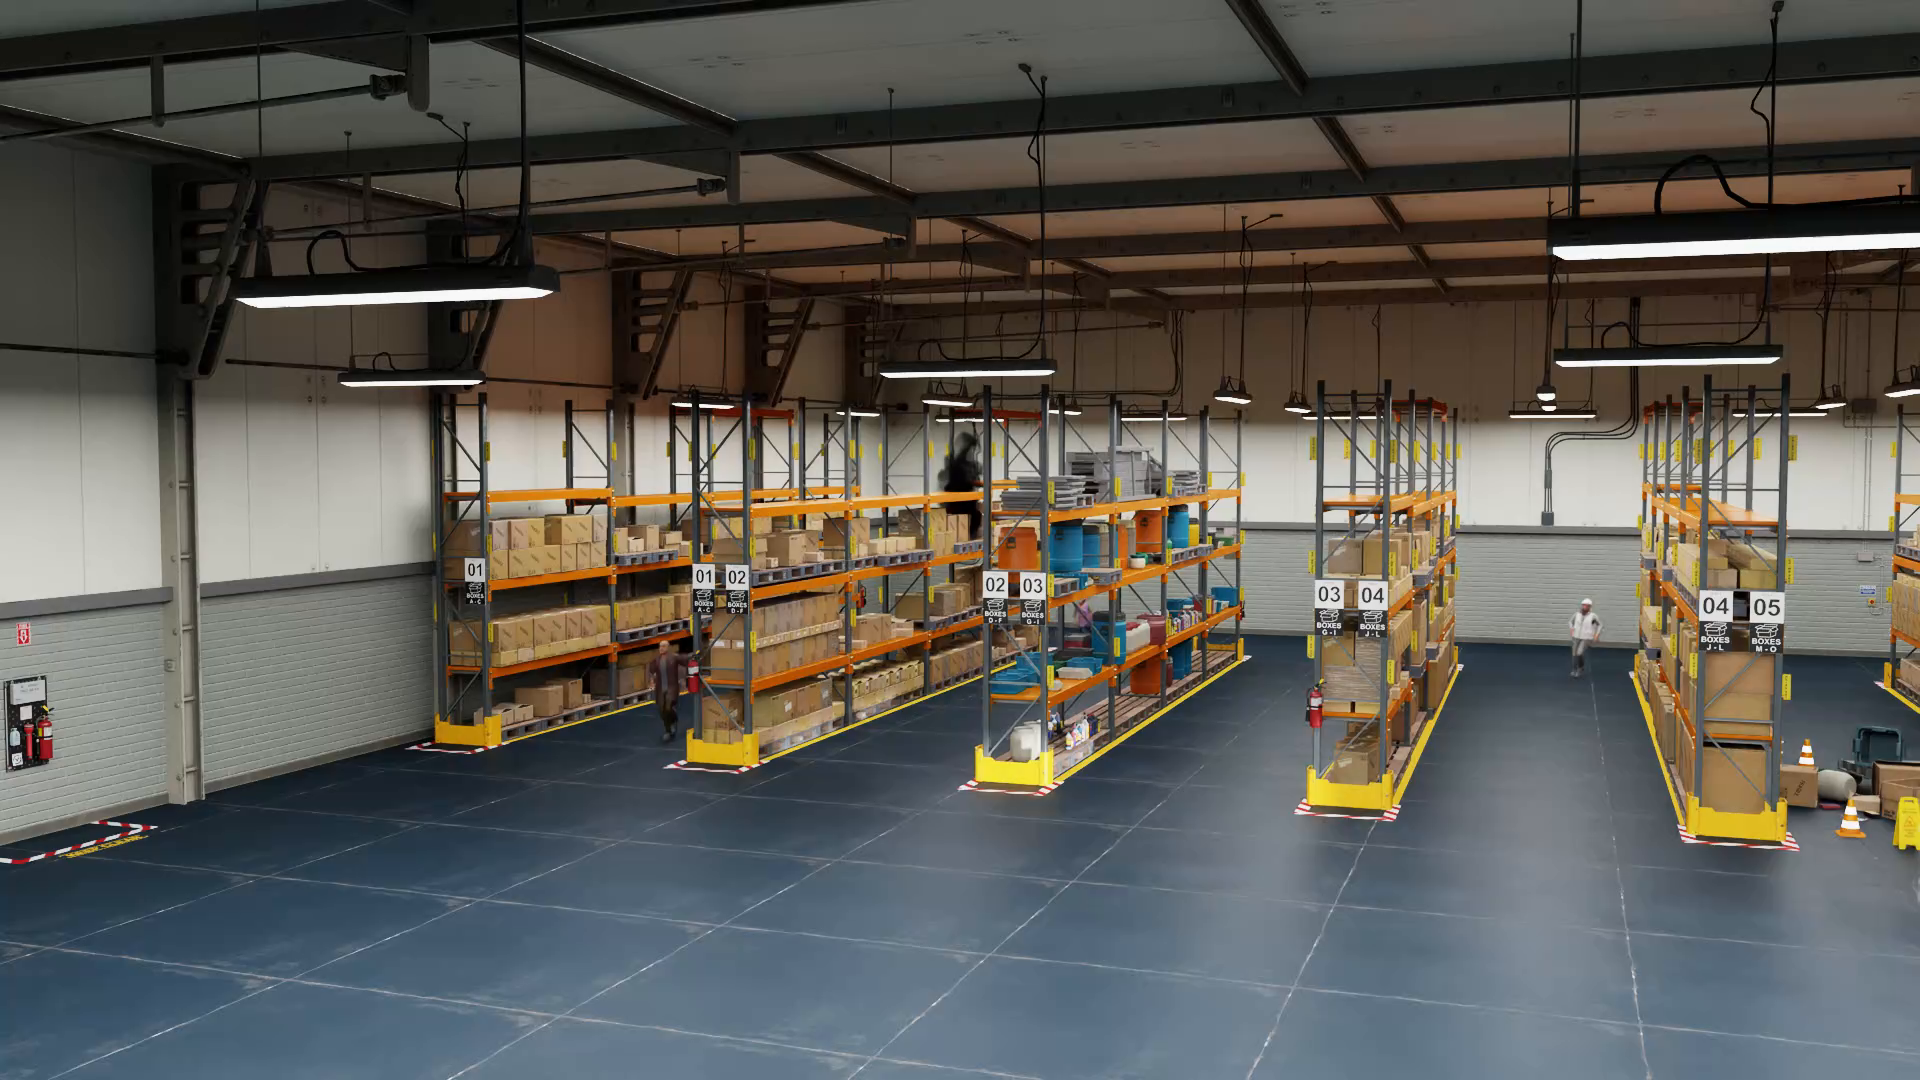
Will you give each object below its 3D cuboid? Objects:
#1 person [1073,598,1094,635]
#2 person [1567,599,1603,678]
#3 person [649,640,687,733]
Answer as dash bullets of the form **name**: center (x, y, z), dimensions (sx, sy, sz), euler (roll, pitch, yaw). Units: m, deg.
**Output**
- **person**: center (3.013, 2.101, 40.362), dimensions (0.563, 1.533, 0.763), euler (1, 3, 11)
- **person**: center (13.777, 2.180, 36.753), dimensions (0.724, 1.763, 0.612), euler (3, 4, 41)
- **person**: center (-5.060, 2.568, 28.738), dimensions (0.702, 1.663, 0.742), euler (1, 3, 14)
